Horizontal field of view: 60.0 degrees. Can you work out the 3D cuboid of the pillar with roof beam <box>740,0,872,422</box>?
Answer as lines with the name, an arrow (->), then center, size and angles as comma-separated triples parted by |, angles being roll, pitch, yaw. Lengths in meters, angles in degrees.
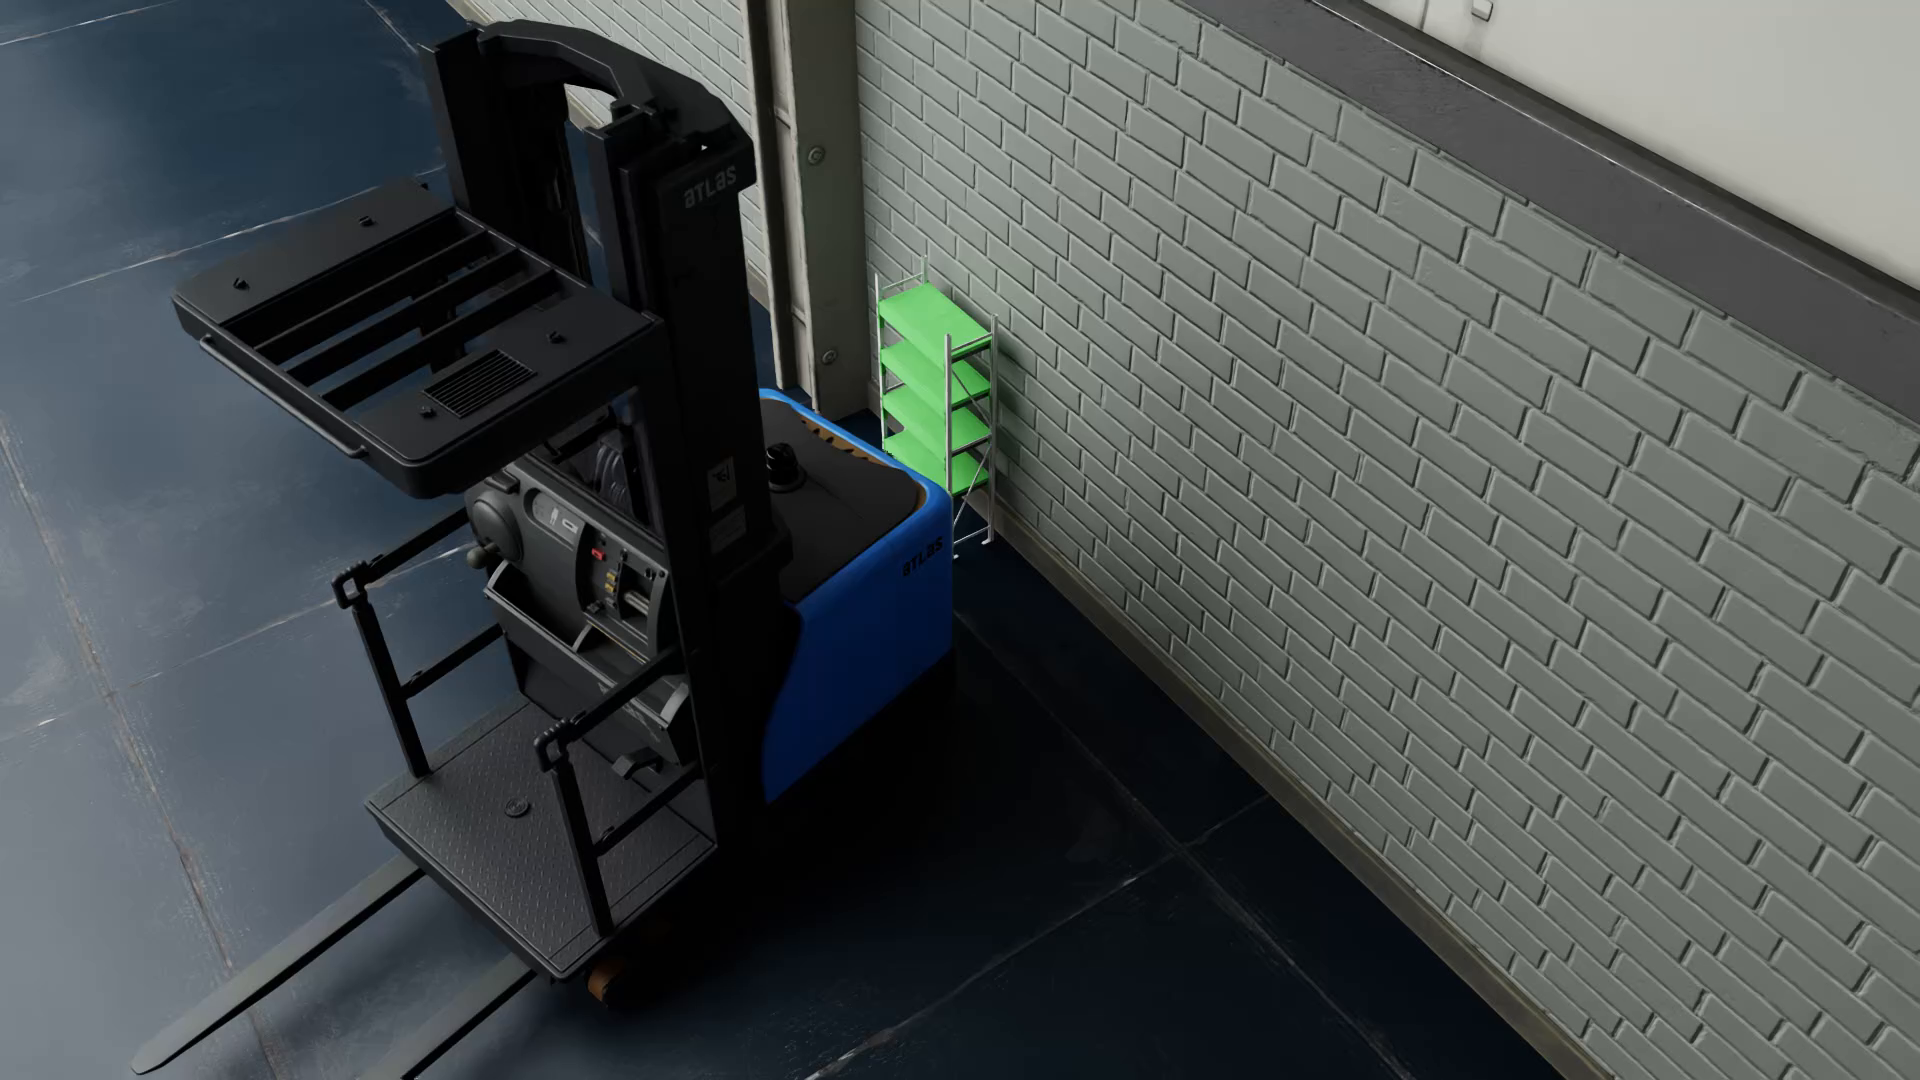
pillar with roof beam -> -4.178, -2.253, 3.084 | 9.100, 9.000, 0.400 | -26, 49, -24

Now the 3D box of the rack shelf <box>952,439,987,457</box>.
rack shelf -> -0.095, -0.502, 6.949 | 0.199, 0.029, 0.442 | -26, 49, -24

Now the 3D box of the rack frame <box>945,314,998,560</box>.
rack frame -> 0.045, -0.390, 6.780 | 0.240, 1.200, 0.015 | -26, 49, -24

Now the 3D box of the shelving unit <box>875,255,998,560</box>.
shelving unit -> -0.095, -0.528, 6.925 | 0.258, 1.200, 0.503 | -26, 49, -24

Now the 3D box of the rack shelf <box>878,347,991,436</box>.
rack shelf -> -0.095, -0.655, 6.803 | 0.258, 0.148, 0.480 | -26, 49, -24

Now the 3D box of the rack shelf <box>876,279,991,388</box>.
rack shelf -> -0.095, -0.829, 6.638 | 0.258, 0.148, 0.480 | -26, 49, -24

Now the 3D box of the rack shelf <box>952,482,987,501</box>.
rack shelf -> -0.095, -0.329, 7.115 | 0.199, 0.029, 0.442 | -26, 49, -24

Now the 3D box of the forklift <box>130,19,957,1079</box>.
forklift -> -1.357, 0.101, 5.013 | 1.130, 2.935, 3.031 | 31, 52, 28

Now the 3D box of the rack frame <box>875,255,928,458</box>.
rack frame -> -0.234, -0.666, 7.070 | 0.240, 1.200, 0.015 | -26, 49, -24
